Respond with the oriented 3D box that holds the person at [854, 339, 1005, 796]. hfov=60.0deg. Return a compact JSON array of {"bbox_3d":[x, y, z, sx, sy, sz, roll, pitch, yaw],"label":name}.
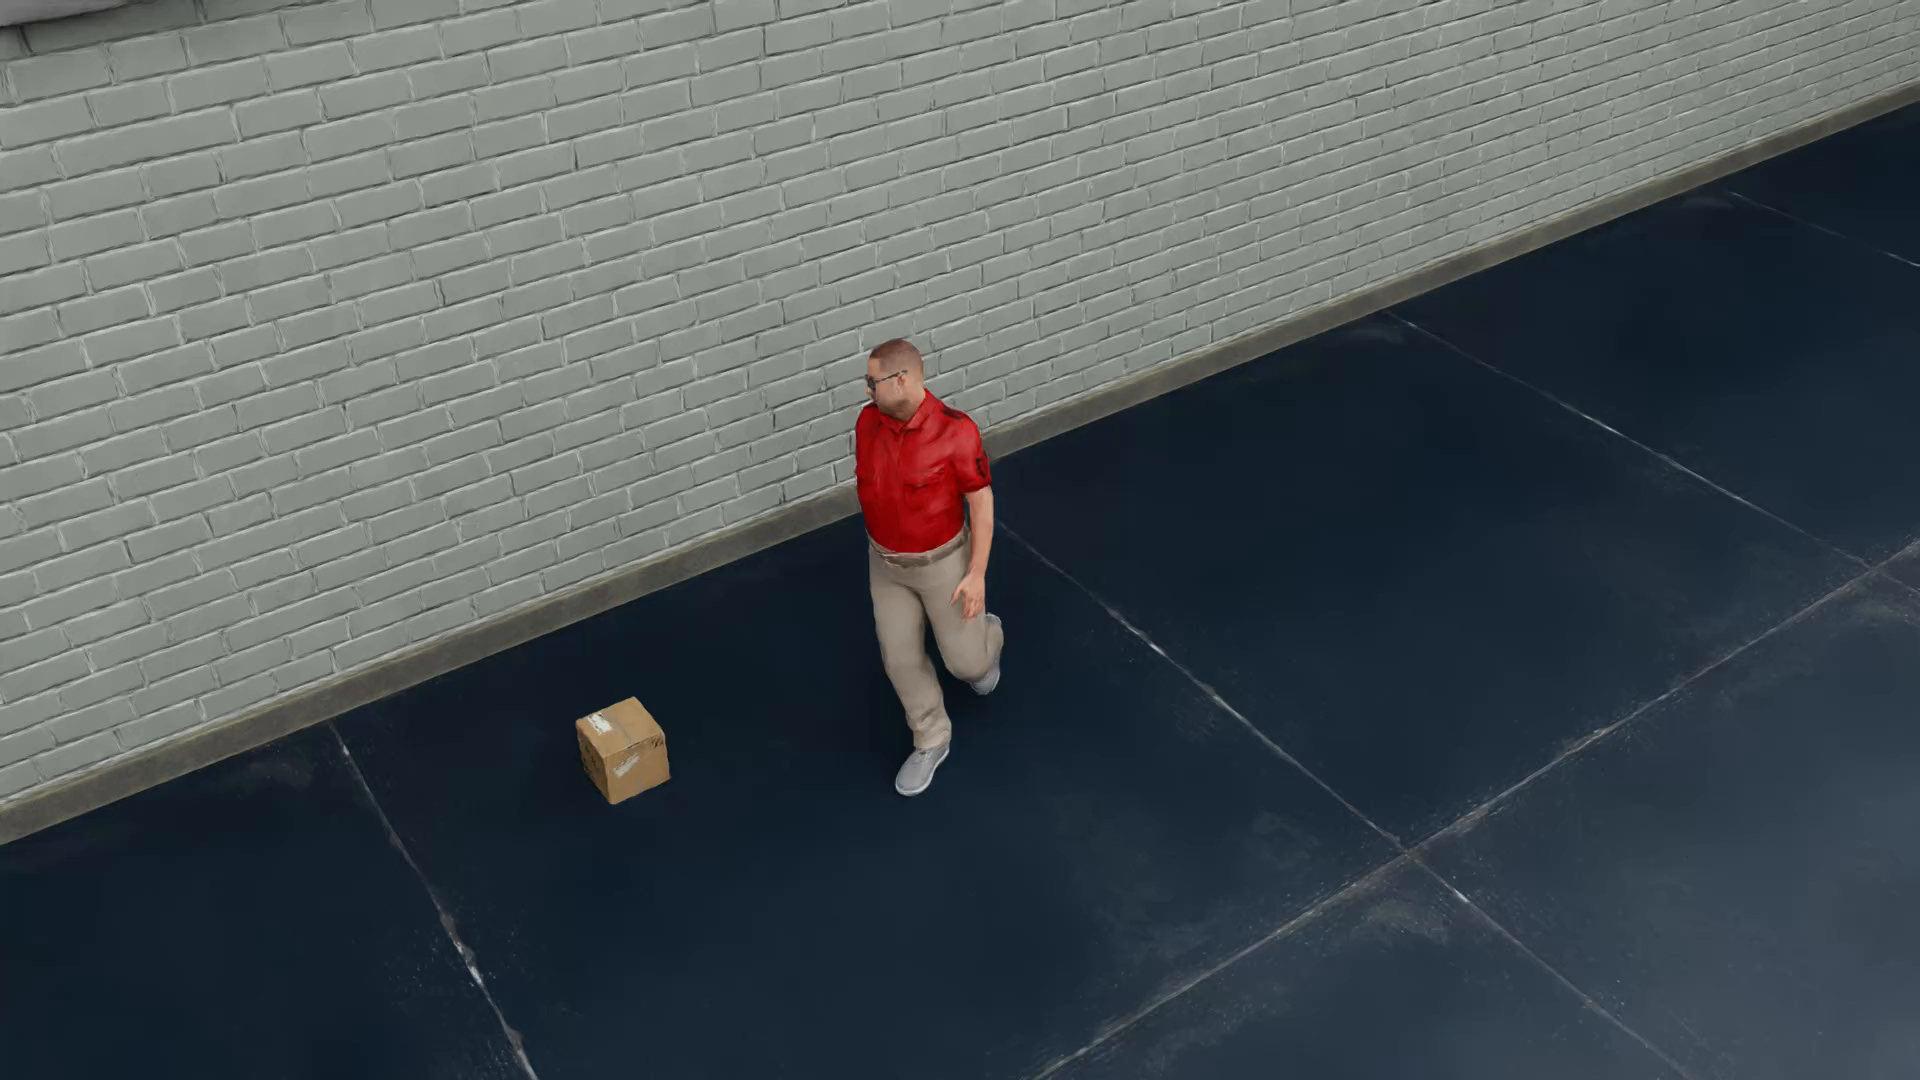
[{"bbox_3d":[-0.139,0.071,6.102,0.609,1.672,0.758,17,39,21],"label":"person"}]
